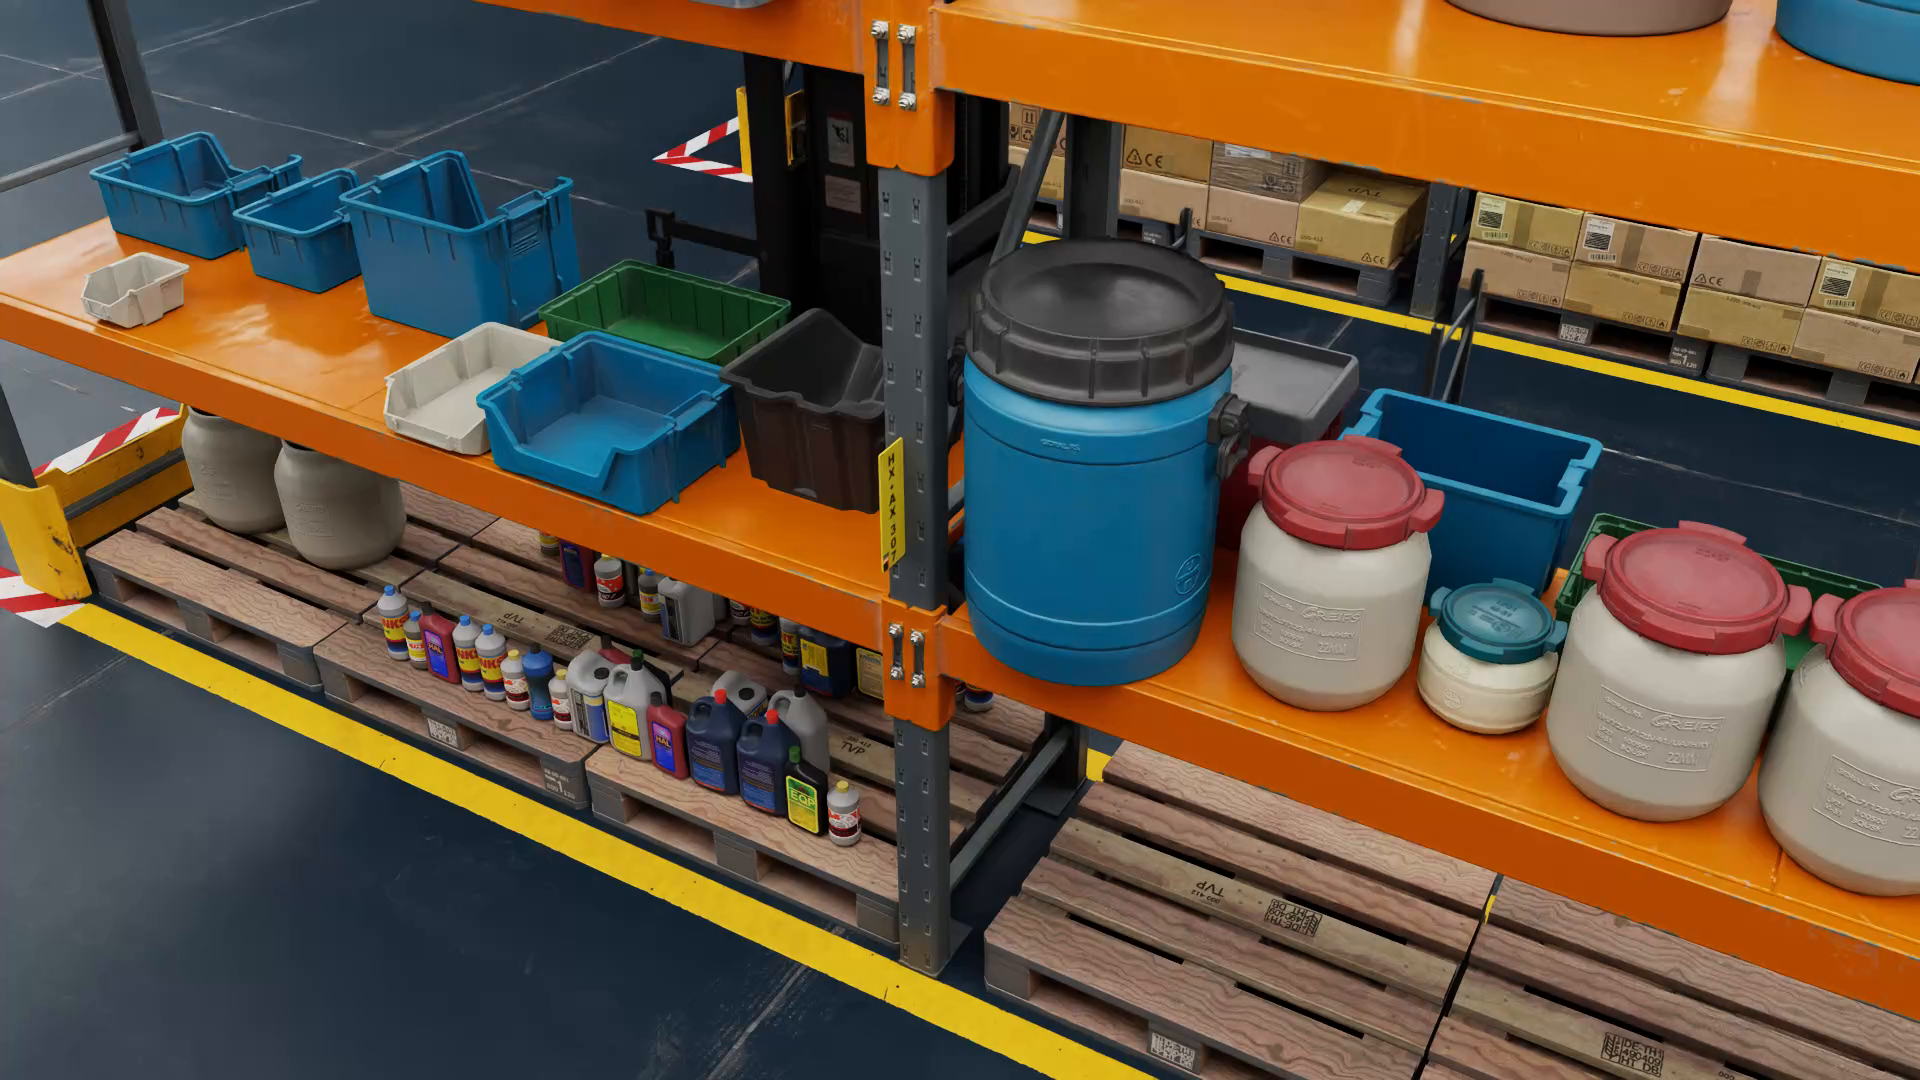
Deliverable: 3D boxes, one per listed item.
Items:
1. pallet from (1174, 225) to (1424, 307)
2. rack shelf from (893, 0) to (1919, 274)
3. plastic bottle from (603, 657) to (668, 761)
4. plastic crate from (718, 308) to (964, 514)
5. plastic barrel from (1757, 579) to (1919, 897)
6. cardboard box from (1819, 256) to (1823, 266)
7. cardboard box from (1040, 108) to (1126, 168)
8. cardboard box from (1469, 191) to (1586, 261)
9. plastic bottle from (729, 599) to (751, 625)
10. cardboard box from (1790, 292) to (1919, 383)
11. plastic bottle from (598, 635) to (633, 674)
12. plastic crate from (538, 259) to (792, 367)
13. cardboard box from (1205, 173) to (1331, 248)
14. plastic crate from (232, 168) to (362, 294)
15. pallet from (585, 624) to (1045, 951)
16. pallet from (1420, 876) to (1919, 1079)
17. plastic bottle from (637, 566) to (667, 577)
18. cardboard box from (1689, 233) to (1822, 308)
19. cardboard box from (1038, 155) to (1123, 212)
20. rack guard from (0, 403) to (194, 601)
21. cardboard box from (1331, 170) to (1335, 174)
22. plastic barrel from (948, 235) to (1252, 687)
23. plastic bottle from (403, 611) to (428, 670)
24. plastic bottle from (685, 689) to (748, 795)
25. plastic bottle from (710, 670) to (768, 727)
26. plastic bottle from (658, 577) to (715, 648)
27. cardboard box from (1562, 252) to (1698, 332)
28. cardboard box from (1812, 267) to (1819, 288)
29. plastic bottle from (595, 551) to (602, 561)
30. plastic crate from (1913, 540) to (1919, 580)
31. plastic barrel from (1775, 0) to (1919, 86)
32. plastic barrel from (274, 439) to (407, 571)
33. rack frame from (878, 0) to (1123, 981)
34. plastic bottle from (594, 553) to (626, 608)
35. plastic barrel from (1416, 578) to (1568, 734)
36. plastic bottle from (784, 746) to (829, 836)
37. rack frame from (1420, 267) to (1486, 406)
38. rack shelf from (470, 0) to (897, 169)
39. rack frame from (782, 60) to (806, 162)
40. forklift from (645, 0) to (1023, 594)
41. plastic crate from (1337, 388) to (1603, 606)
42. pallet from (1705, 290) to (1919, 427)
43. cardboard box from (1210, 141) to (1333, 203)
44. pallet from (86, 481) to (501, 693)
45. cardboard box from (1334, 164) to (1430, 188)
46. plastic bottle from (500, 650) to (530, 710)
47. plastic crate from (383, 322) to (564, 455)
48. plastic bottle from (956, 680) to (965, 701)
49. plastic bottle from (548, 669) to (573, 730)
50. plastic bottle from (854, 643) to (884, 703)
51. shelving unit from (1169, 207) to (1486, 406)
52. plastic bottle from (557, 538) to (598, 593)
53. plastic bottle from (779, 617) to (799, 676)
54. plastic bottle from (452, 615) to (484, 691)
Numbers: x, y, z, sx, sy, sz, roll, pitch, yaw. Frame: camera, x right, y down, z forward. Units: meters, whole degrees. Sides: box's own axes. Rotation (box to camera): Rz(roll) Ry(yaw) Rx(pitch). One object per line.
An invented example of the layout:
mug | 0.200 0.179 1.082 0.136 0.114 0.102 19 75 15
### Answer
pallet | 1.914 -1.687 9.093 1.213 0.211 1.003 18 37 24
rack shelf | 1.859 -0.625 2.926 4.000 0.370 1.077 18 37 24
plastic bottle | -1.026 0.513 5.266 0.185 0.351 0.144 17 37 24
plastic crate | -0.268 -0.406 4.709 0.504 0.338 0.767 18 37 24
plastic barrel | 1.857 0.407 3.311 0.433 0.535 0.433 0 34 0
cardboard box | 4.399 -1.481 7.863 0.500 0.311 0.500 17 37 24
cardboard box | 0.767 -2.383 9.048 0.500 0.500 0.500 18 37 24
cardboard box | 2.819 -1.639 8.101 0.500 0.311 0.500 18 38 25
plastic bottle | -0.770 0.193 5.882 0.097 0.201 0.097 0 34 0
cardboard box | 4.147 -0.986 7.627 0.500 0.250 0.500 18 38 25
plastic bottle | -1.113 0.443 5.432 0.133 0.283 0.061 18 37 24
plastic crate | -0.916 -0.647 5.207 0.662 0.188 0.450 18 37 24
cardboard box | 1.644 -1.804 8.854 0.500 0.250 0.500 18 37 24
plastic crate | -2.206 -1.089 5.814 0.408 0.251 0.499 18 37 24
pallet | -0.439 0.730 5.464 1.213 0.211 1.003 18 37 24
pallet | 1.887 1.467 4.357 1.213 0.211 1.003 18 37 24
plastic bottle | -1.066 0.052 5.959 0.185 0.351 0.144 19 38 26
cardboard box | 3.701 -1.357 7.678 0.500 0.311 0.500 16 37 23
cardboard box | 0.768 -2.071 9.256 0.500 0.250 0.500 18 37 24
rack guard | -3.261 -0.288 6.731 0.348 0.500 1.175 18 37 24
cardboard box | 1.900 -2.053 9.228 0.500 0.250 0.500 18 37 24
plastic barrel | 0.308 -0.183 3.866 0.708 0.901 0.600 18 37 24
plastic bottle | -1.841 0.332 5.672 0.097 0.201 0.097 0 34 0
plastic bottle | -0.746 0.602 5.133 0.185 0.351 0.144 16 37 22
plastic bottle | -0.694 0.555 5.271 0.135 0.276 0.152 18 37 24
plastic bottle | -0.957 0.212 5.786 0.135 0.276 0.152 18 37 24
cardboard box | 3.254 -1.268 8.050 0.500 0.250 0.500 19 38 26
cardboard box | 3.971 -1.384 8.224 0.500 0.250 0.500 18 38 25
plastic bottle | -1.333 0.001 6.103 0.135 0.276 0.152 18 38 25
plastic crate | 2.345 0.255 3.602 0.583 0.464 0.402 18 37 24
plastic barrel | 1.808 -1.288 2.820 0.708 0.901 0.600 18 37 24
plastic barrel | -2.305 -0.184 6.185 0.421 0.512 0.421 0 34 0
rack frame | 0.123 -0.226 4.384 0.127 3.000 1.000 18 37 24
plastic bottle | -1.258 0.135 5.968 0.097 0.201 0.097 0 34 0
plastic barrel | 1.196 0.269 3.764 0.301 0.262 0.301 0 34 0
plastic bottle | -0.458 0.748 4.975 0.133 0.283 0.061 20 38 27
rack frame | 1.556 -0.131 5.594 0.032 1.500 0.500 18 37 24
rack shelf | -1.613 -1.725 4.578 4.000 0.370 1.077 18 37 24
rack frame | -0.889 -3.709 9.614 0.127 3.000 1.000 18 37 24
forklift | -0.629 -1.470 6.313 3.031 2.935 1.130 18 37 24
plastic crate | 1.235 -0.066 4.157 0.575 0.384 0.392 18 37 24
pallet | 4.306 -0.929 7.955 1.213 0.211 1.003 18 37 24
cardboard box | 1.645 -2.117 8.648 0.500 0.500 0.500 18 37 24
pallet | -2.558 0.059 6.472 1.213 0.211 1.003 18 37 24
cardboard box | 2.337 -2.230 8.817 0.500 0.500 0.500 18 37 24
plastic bottle | -1.460 0.453 5.491 0.097 0.201 0.097 0 34 0
plastic crate | -1.413 -0.441 4.944 0.437 0.136 0.530 18 37 24
plastic bottle | -0.024 0.429 5.528 0.097 0.201 0.097 0 34 0
plastic bottle | -1.282 0.509 5.406 0.097 0.201 0.097 0 34 0
plastic bottle | -0.283 0.398 5.499 0.133 0.283 0.061 18 37 24
shelving unit | 1.123 -0.269 5.800 1.083 1.500 0.587 18 37 24
plastic bottle | -1.385 0.049 6.024 0.133 0.283 0.061 18 37 24
plastic bottle | -0.558 0.323 5.624 0.097 0.271 0.097 0 34 0
plastic bottle | -1.633 0.369 5.554 0.097 0.271 0.097 0 34 0
